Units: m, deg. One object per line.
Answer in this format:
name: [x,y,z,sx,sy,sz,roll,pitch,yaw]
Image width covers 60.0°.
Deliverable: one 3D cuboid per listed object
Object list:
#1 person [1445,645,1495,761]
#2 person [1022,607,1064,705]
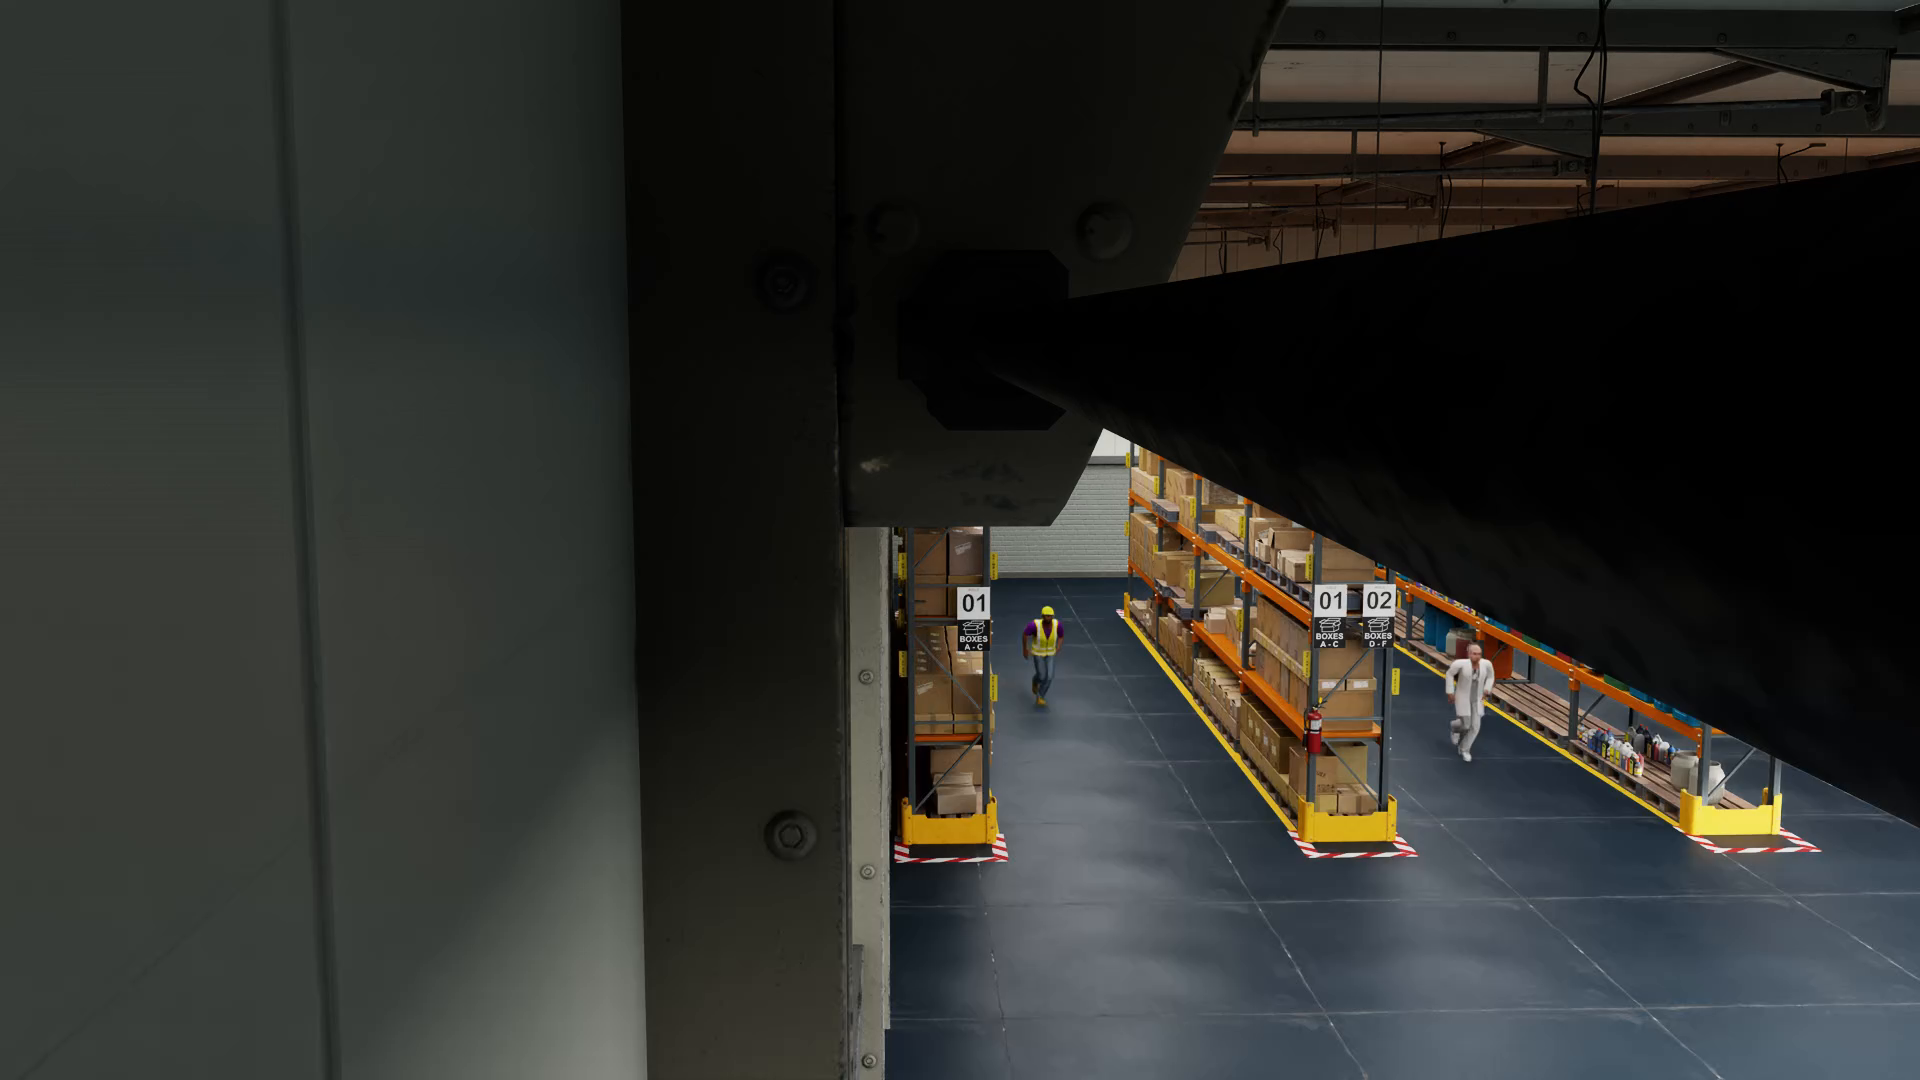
person: [7.500,2.358,24.531,0.687,1.716,0.758,-1,7,-10]
person: [1.411,1.925,27.914,0.674,1.690,0.702,-3,8,-20]
